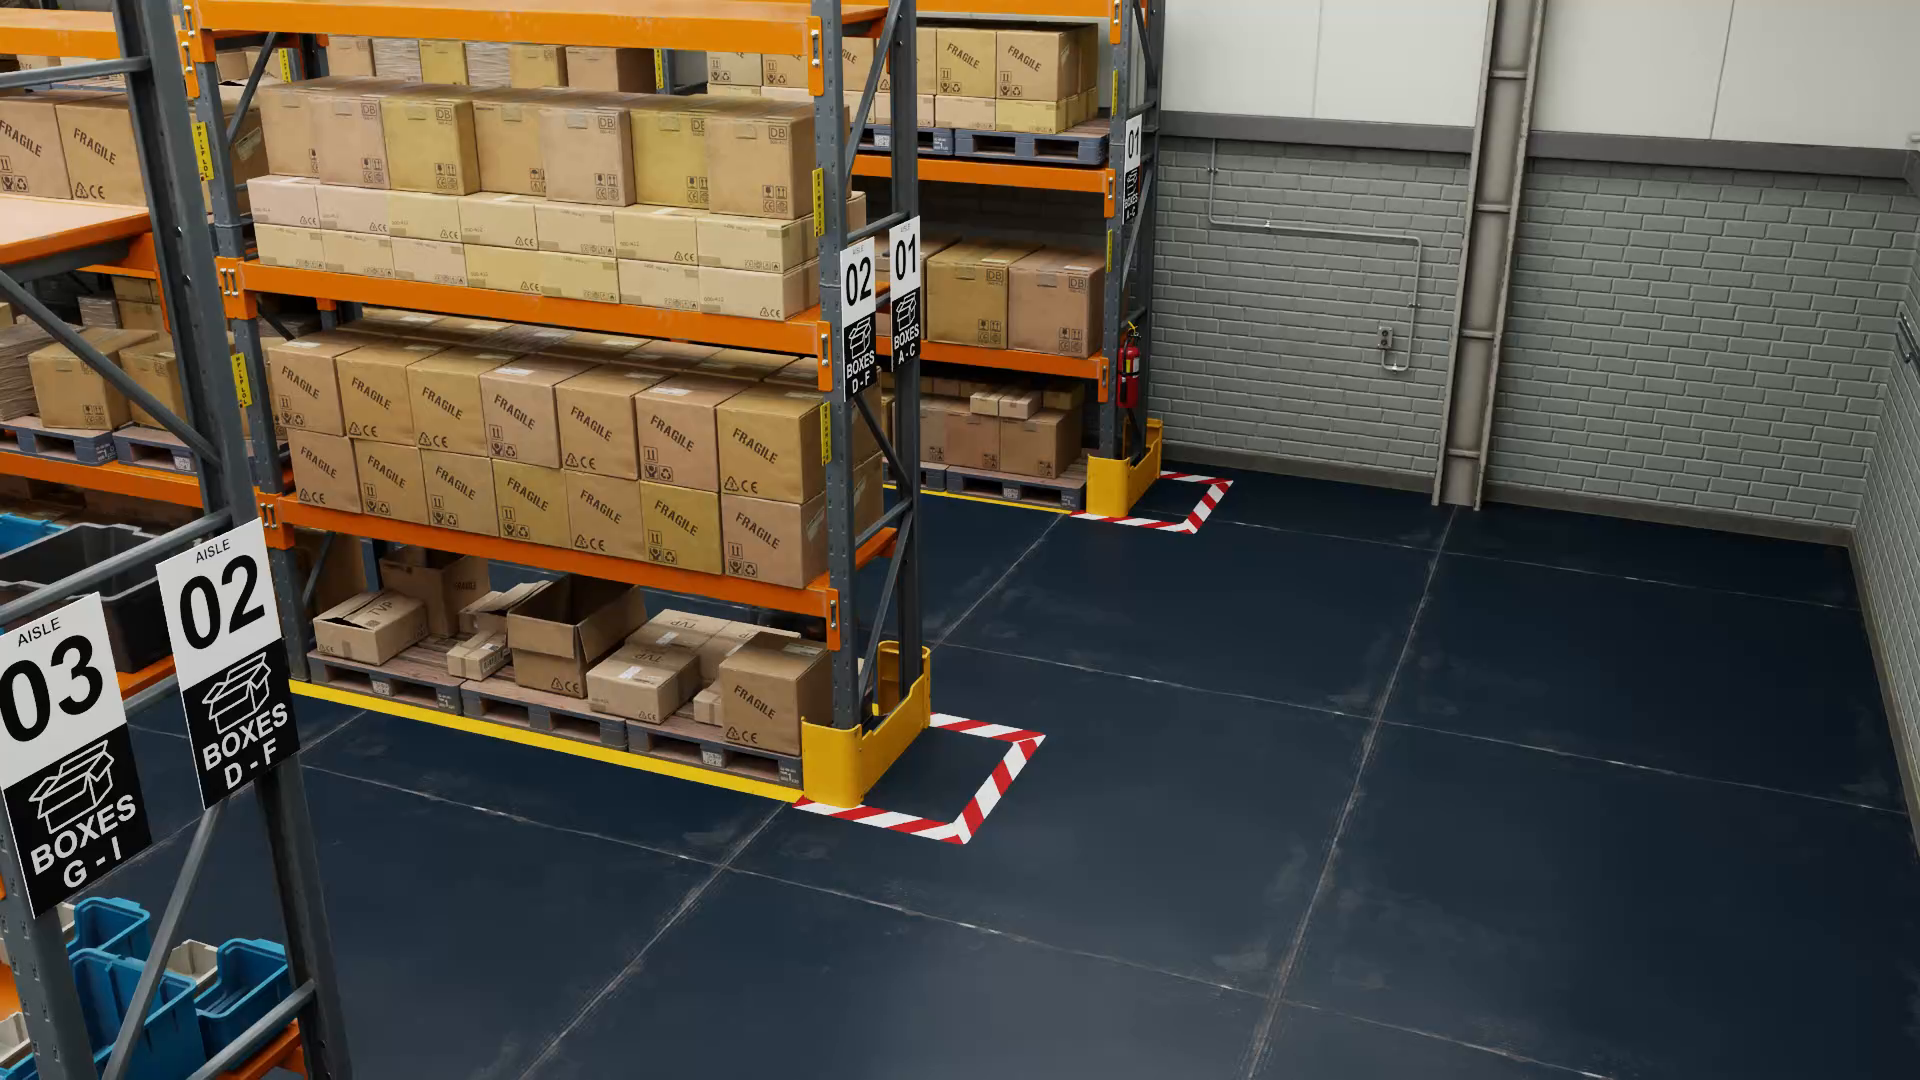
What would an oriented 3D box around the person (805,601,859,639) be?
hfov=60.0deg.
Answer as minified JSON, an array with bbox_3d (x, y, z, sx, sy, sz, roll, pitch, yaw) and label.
[{"bbox_3d":[-1.095,0.097,11.579,0.959,1.095,0.506,8,23,18],"label":"person"}]
